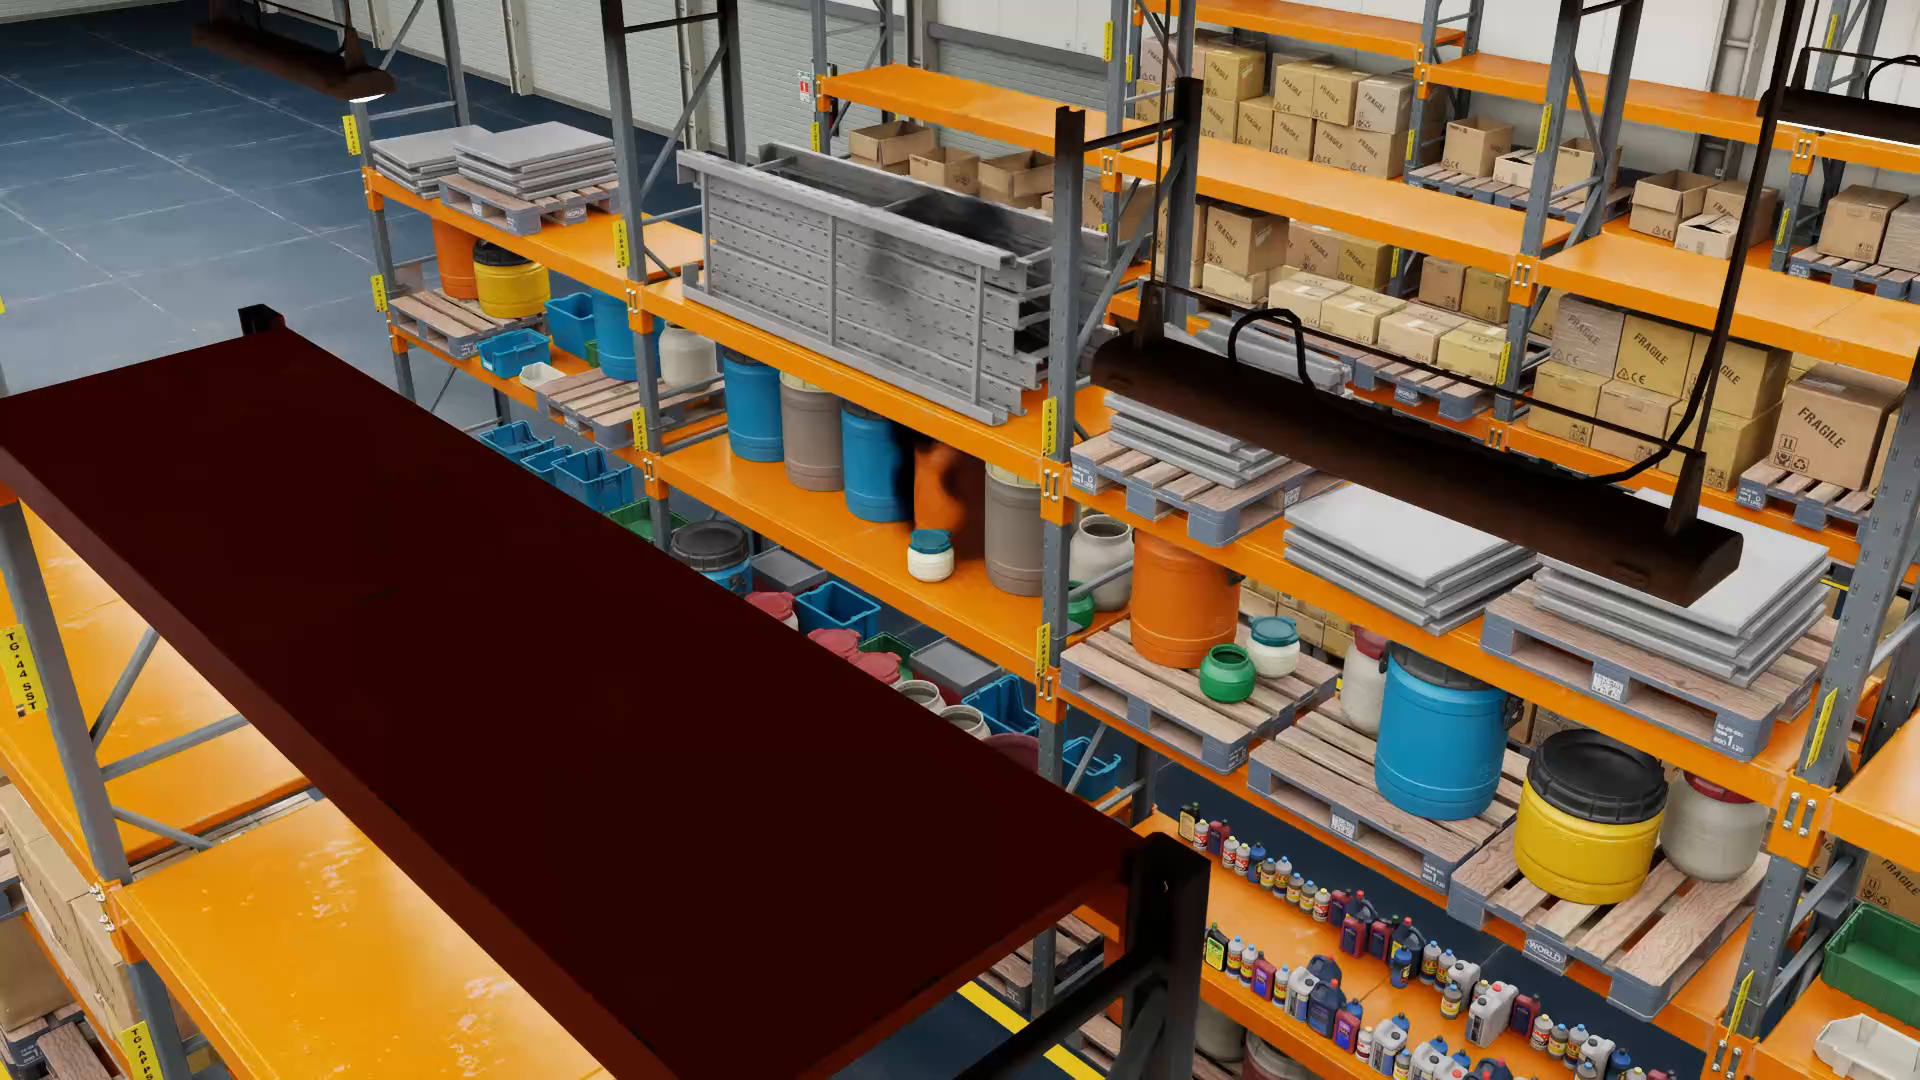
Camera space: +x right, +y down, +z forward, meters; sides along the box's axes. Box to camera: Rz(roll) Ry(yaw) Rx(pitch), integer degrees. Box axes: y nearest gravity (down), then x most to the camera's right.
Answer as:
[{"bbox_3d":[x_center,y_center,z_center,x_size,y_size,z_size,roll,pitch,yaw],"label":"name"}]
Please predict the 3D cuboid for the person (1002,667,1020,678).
[{"bbox_3d":[0.462,0.403,13.667,0.639,1.740,0.668,21,35,34],"label":"person"}]
